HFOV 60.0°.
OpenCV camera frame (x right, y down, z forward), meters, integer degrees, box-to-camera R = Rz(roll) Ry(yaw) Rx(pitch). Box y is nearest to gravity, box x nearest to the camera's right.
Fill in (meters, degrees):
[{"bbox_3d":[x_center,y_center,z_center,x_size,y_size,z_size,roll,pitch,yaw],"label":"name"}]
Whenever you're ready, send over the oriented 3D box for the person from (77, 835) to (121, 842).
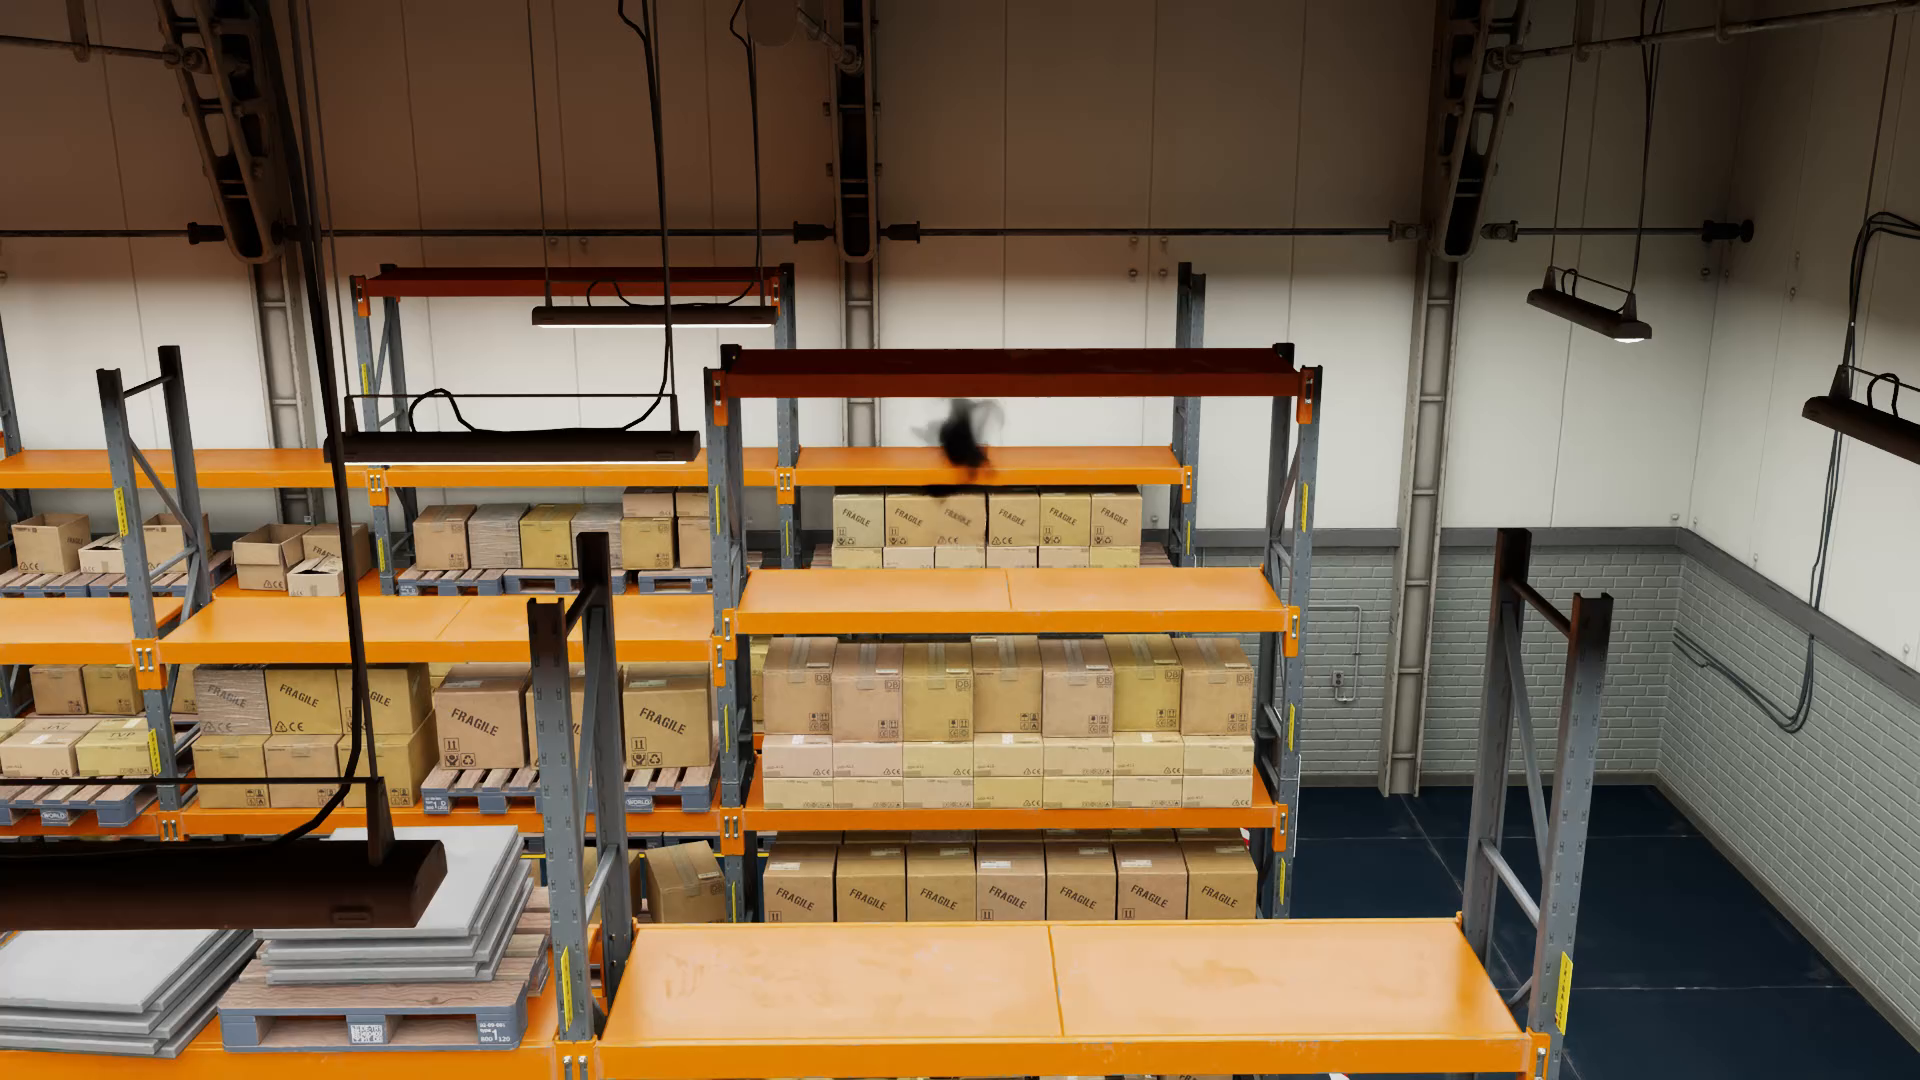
[{"bbox_3d":[-7.818,2.992,15.268,0.831,1.716,0.576,-3,16,-10],"label":"person"}]
